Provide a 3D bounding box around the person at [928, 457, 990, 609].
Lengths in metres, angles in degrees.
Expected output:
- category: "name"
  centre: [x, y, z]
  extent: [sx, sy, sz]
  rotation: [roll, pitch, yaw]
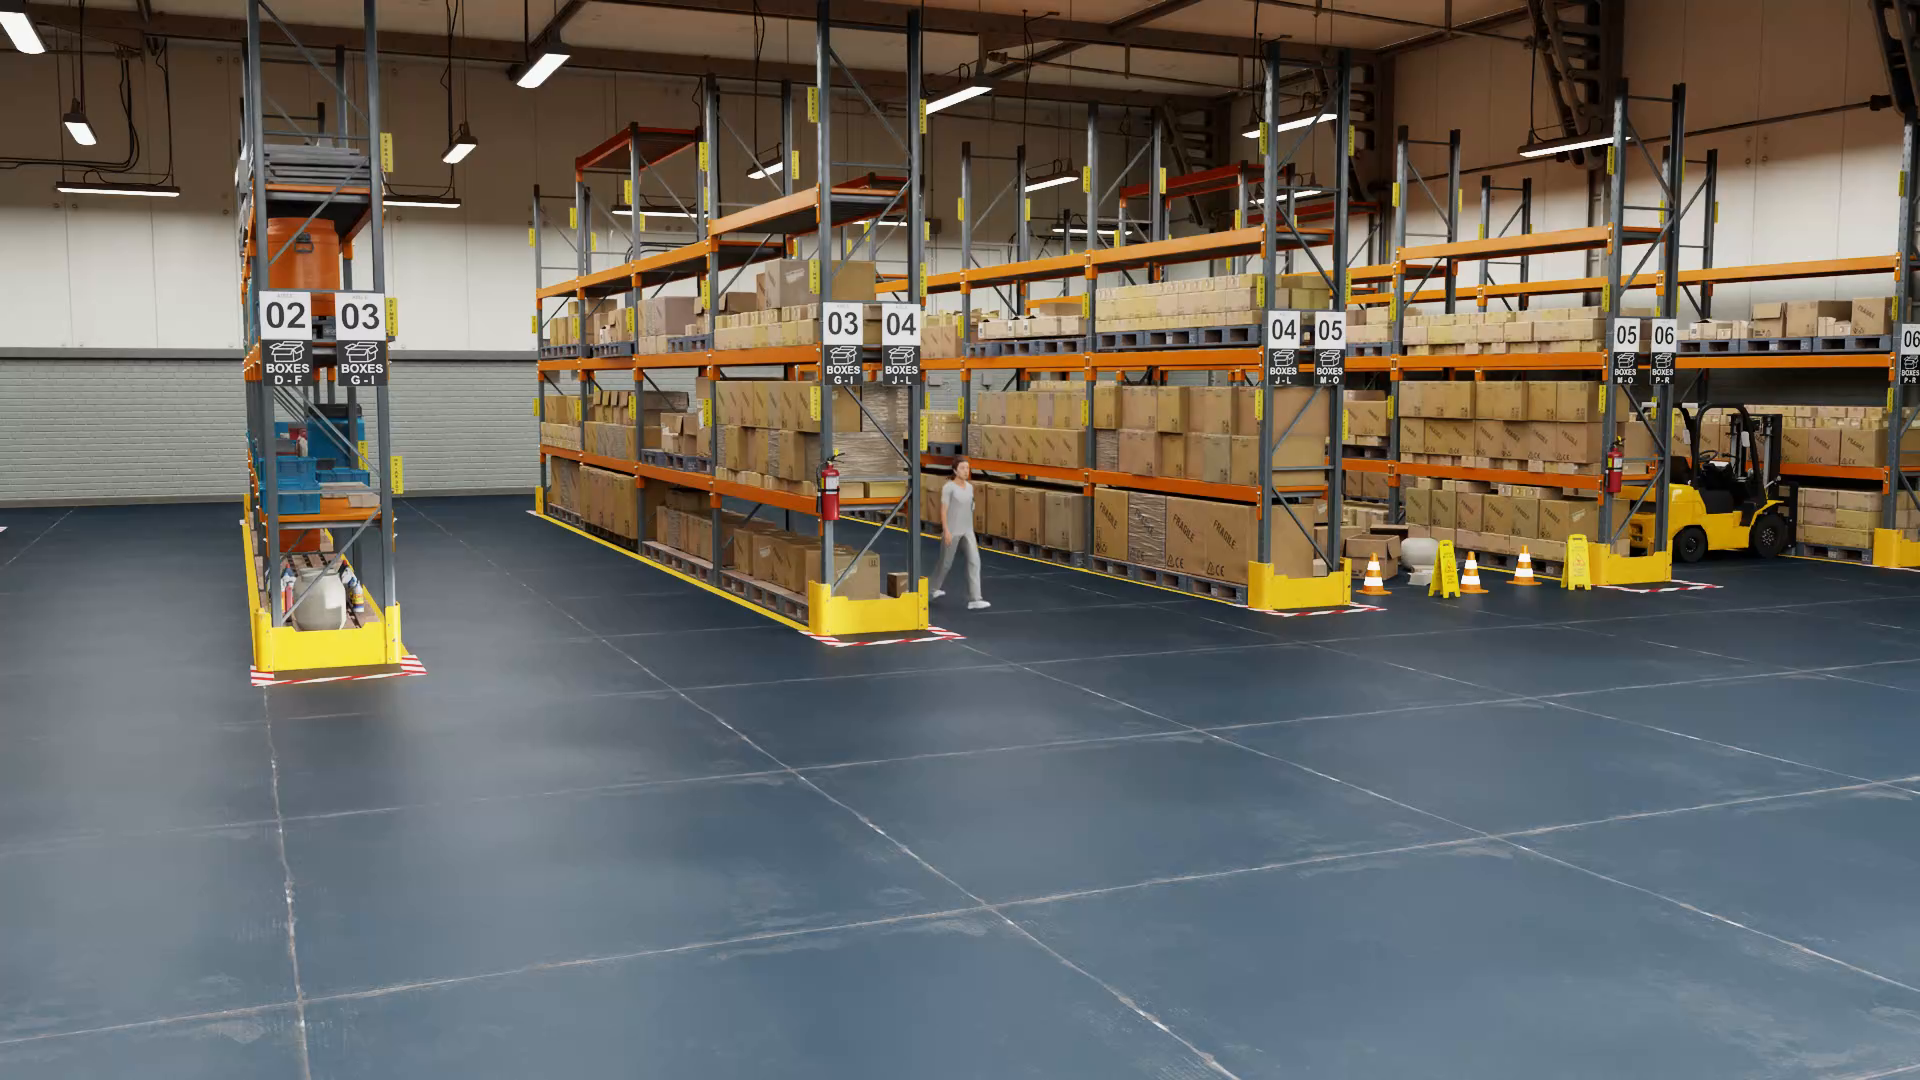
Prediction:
- category: "person"
  centre: [-0.050, -0.087, 17.968]
  extent: [0.458, 1.624, 1.032]
  rotation: [-4, 7, -33]
